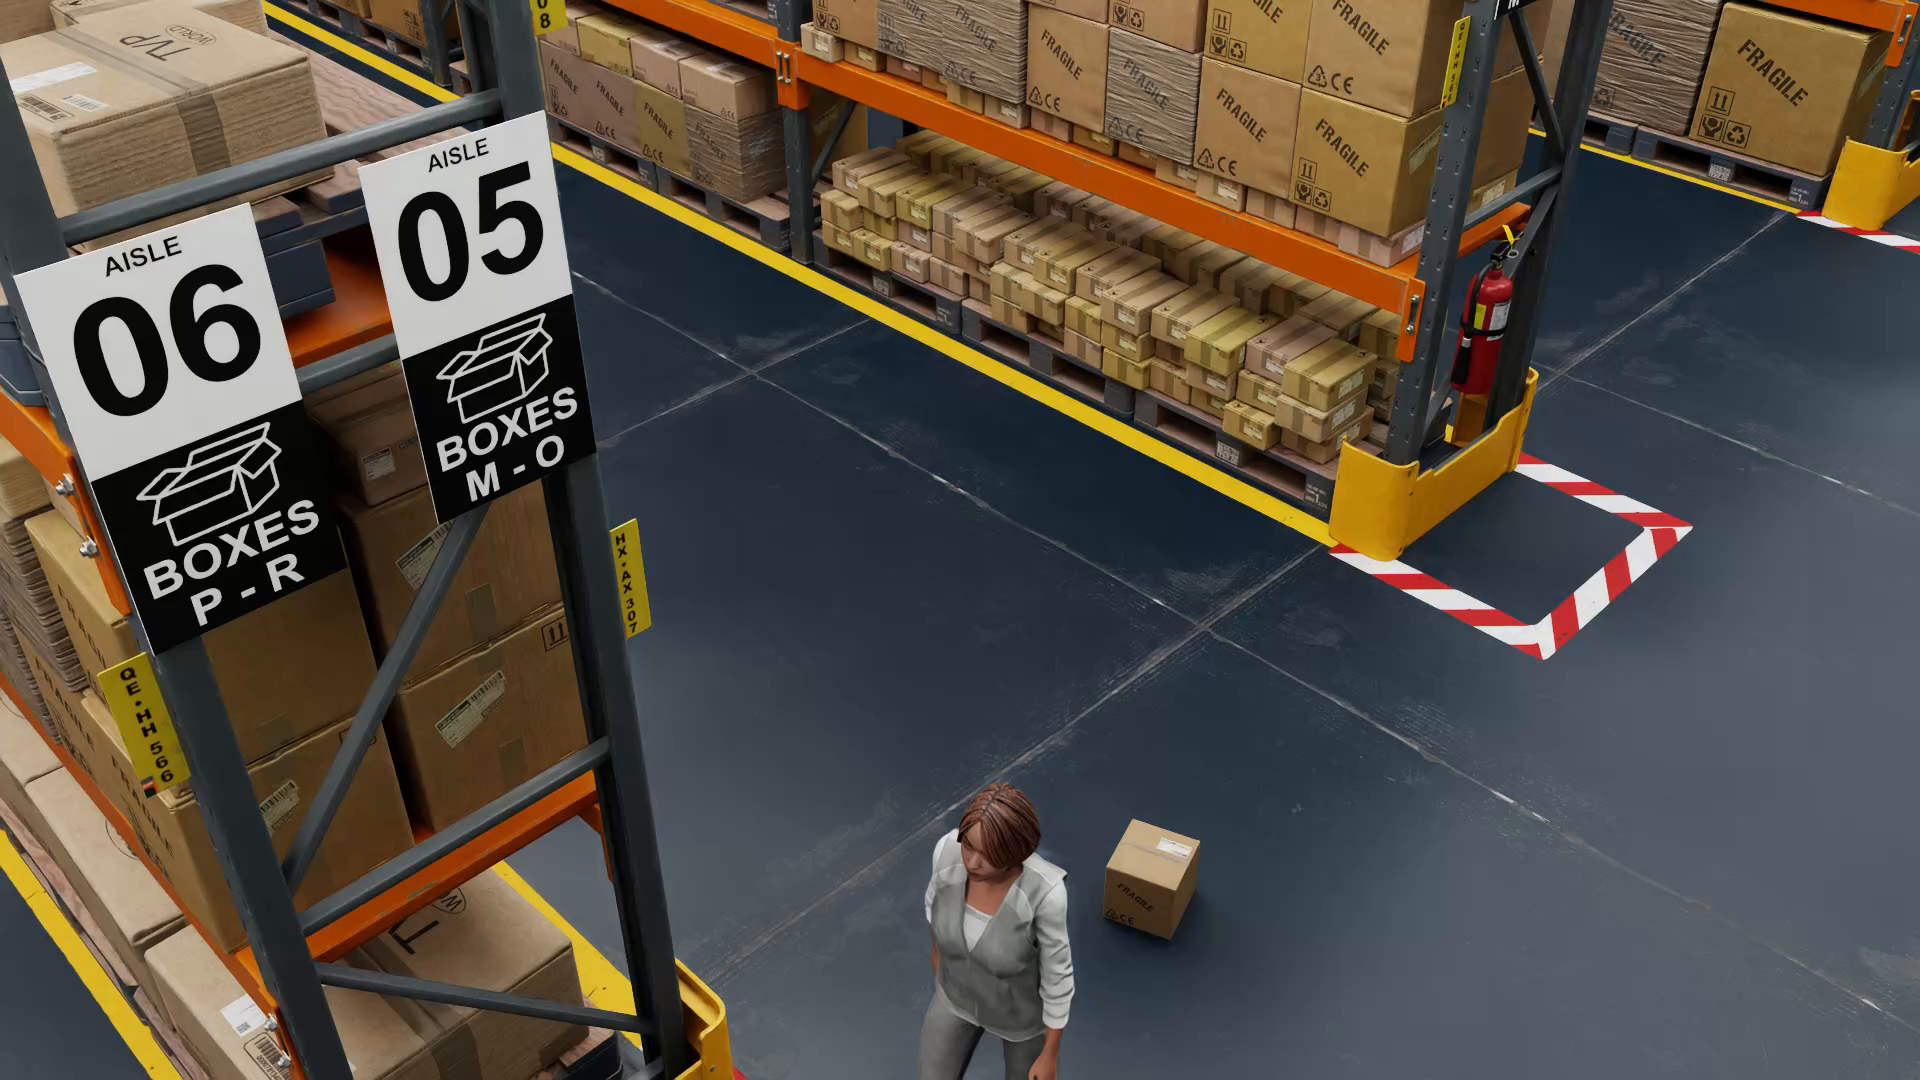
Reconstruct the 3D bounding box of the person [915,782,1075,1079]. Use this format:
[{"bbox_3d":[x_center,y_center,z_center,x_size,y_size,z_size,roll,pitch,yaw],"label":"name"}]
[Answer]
[{"bbox_3d":[0.096,1.236,4.436,0.466,1.615,0.478,15,39,20],"label":"person"}]
